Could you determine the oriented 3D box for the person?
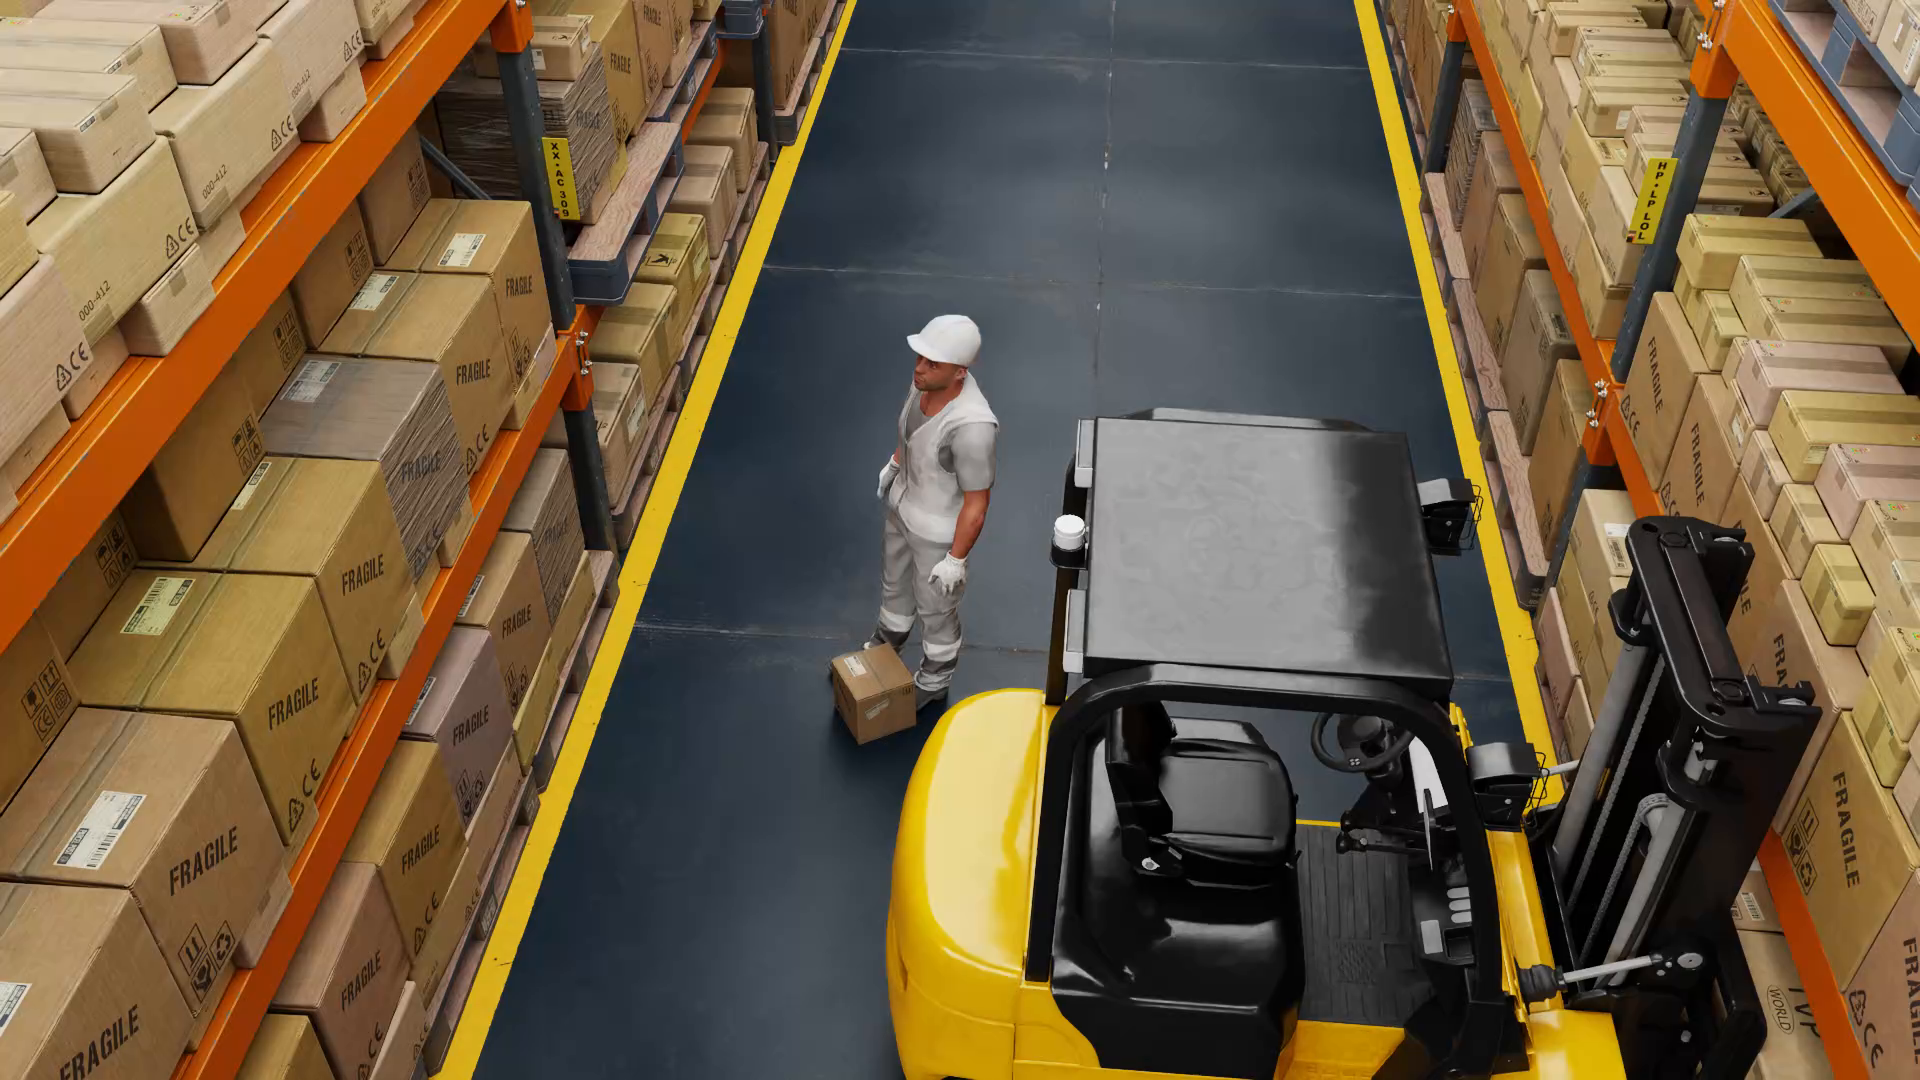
[{"bbox_3d":[-0.180,-0.059,6.193,0.561,1.790,0.638,-16,42,-18],"label":"person"}]
